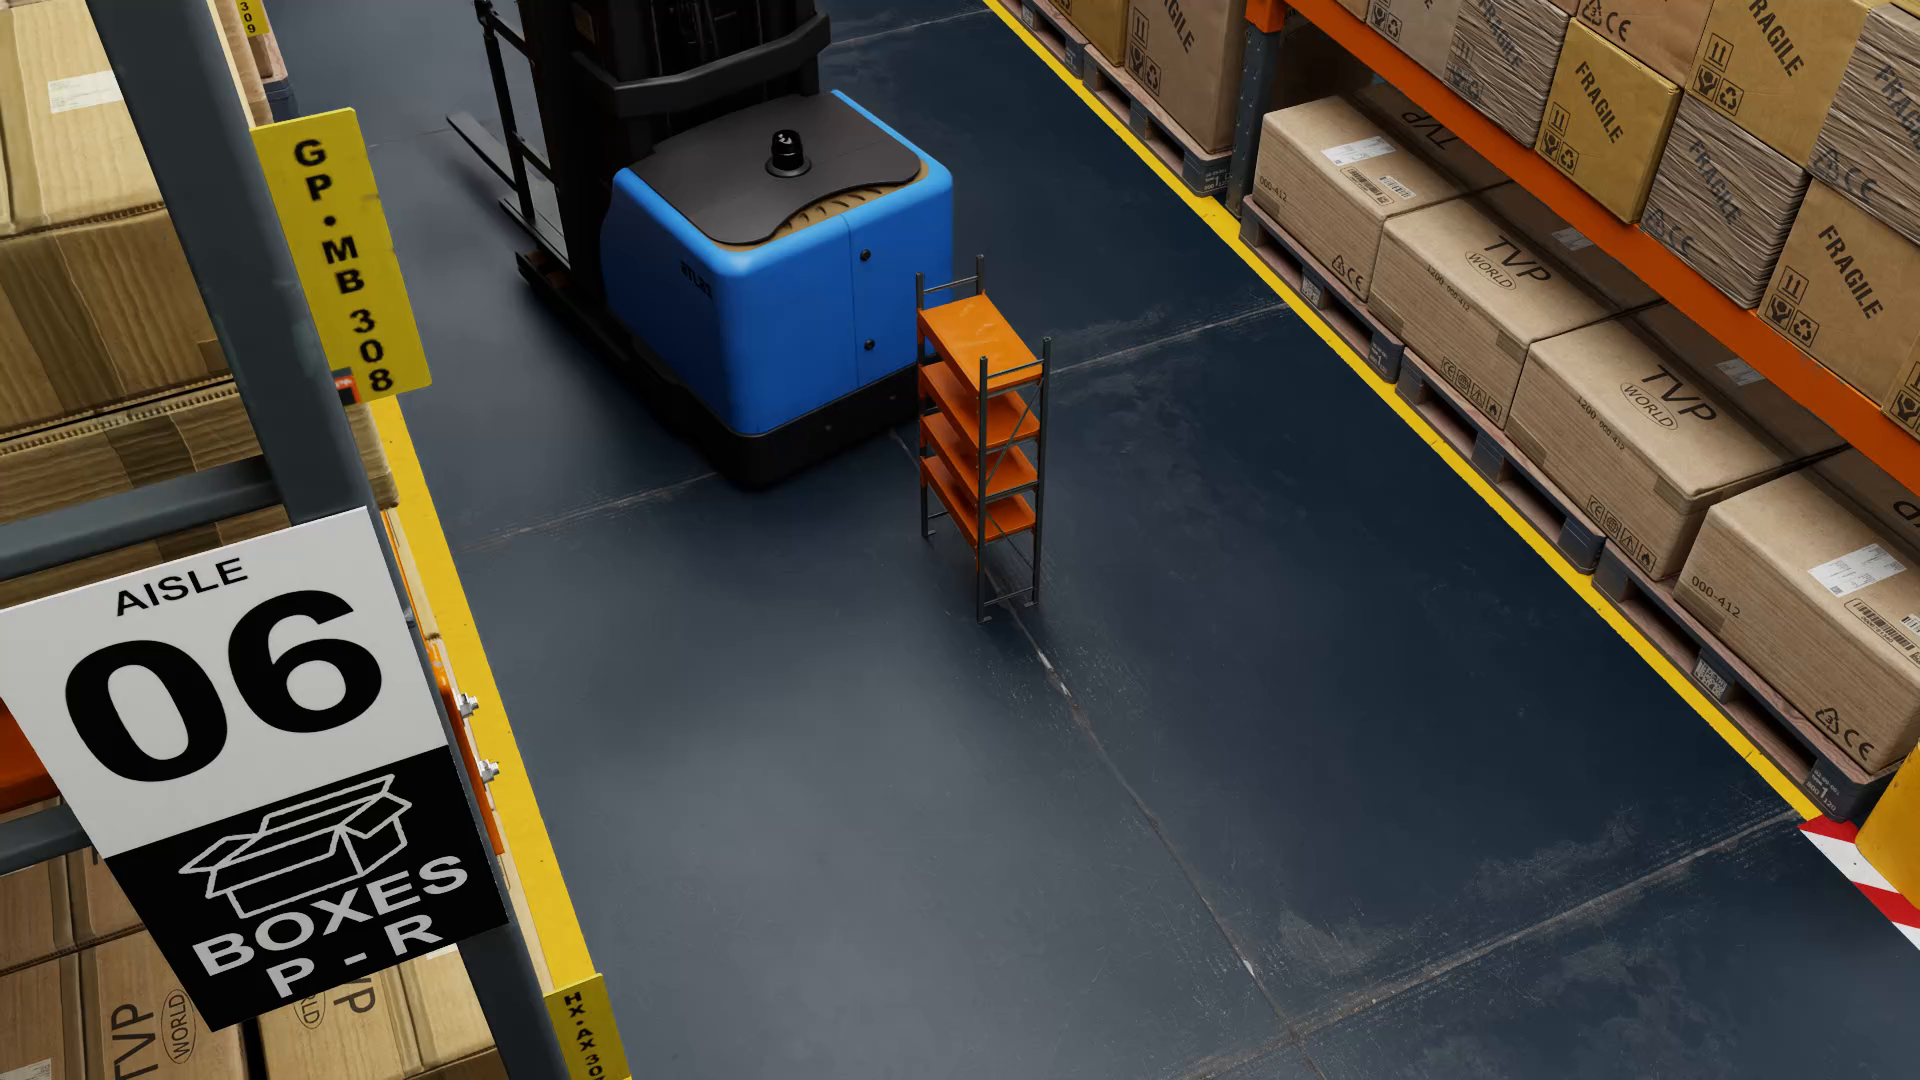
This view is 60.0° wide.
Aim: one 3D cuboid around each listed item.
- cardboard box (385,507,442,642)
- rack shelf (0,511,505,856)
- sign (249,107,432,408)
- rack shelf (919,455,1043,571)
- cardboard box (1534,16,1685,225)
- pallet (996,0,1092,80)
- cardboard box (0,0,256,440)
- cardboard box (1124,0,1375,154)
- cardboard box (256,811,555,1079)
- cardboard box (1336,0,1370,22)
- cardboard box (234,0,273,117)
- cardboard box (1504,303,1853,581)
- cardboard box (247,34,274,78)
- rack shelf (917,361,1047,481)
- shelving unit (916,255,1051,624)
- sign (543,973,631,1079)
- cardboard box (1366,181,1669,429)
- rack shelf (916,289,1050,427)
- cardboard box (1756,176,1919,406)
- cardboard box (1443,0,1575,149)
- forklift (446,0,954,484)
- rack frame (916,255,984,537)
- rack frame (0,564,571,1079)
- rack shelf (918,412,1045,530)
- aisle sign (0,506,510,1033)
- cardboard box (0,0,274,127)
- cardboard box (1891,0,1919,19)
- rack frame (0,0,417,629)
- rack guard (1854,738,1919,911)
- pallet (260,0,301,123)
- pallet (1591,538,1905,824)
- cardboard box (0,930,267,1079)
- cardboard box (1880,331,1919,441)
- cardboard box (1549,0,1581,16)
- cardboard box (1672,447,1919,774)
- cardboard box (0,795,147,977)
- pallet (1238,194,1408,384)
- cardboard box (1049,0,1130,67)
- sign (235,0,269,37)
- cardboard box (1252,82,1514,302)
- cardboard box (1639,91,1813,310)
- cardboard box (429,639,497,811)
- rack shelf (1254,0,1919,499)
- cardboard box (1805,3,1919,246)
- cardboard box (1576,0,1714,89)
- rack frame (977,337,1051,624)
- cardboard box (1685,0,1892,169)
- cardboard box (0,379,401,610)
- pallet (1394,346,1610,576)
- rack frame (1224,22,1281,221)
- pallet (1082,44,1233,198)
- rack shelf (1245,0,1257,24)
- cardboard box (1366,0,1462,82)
[{"bbox_3d":[-1.469,0.208,3.798,0.500,0.250,0.500,-19,48,-18],"label":"cardboard box"},{"bbox_3d":[-1.935,-0.814,3.315,1.077,0.370,4.000,-18,47,-17],"label":"rack shelf"},{"bbox_3d":[-0.602,-0.267,1.627,0.100,0.325,0.005,-18,47,-17],"label":"sign"},{"bbox_3d":[0.070,-0.132,5.908,0.258,0.148,0.480,-18,47,-17],"label":"rack shelf"},{"bbox_3d":[2.313,-1.435,5.497,0.500,0.500,0.500,-17,47,-16],"label":"cardboard box"},{"bbox_3d":[0.816,-3.000,9.140,1.003,0.211,1.213,-18,47,-17],"label":"pallet"},{"bbox_3d":[-1.053,-0.382,1.905,0.500,0.250,0.500,-19,48,-18],"label":"cardboard box"},{"bbox_3d":[1.392,-2.509,7.871,0.875,0.875,0.875,-17,47,-16],"label":"cardboard box"},{"bbox_3d":[-1.041,0.851,3.146,0.500,0.250,0.500,-18,47,-17],"label":"cardboard box"},{"bbox_3d":[1.685,-2.404,6.479,0.500,0.500,0.500,-17,47,-16],"label":"cardboard box"},{"bbox_3d":[-1.469,-0.859,2.744,0.500,0.250,0.500,-19,48,-19],"label":"cardboard box"},{"bbox_3d":[2.647,-0.405,6.050,0.875,0.438,0.875,-17,47,-16],"label":"cardboard box"},{"bbox_3d":[-2.777,-1.836,5.605,0.700,0.500,0.500,-17,47,-16],"label":"cardboard box"},{"bbox_3d":[0.070,-0.433,5.612,0.258,0.148,0.480,-18,47,-17],"label":"rack shelf"},{"bbox_3d":[0.070,-0.322,5.722,0.258,1.200,0.503,-18,47,-17],"label":"shelving unit"},{"bbox_3d":[-0.602,0.804,2.683,0.100,0.325,0.005,-18,47,-17],"label":"sign"},{"bbox_3d":[2.269,-0.980,6.633,0.875,0.438,0.875,-19,48,-19],"label":"cardboard box"},{"bbox_3d":[0.070,-0.601,5.446,0.258,0.148,0.480,-18,47,-17],"label":"rack shelf"},{"bbox_3d":[2.767,-0.785,4.838,0.500,0.500,0.500,-19,48,-18],"label":"cardboard box"},{"bbox_3d":[2.097,-1.763,5.830,0.500,0.500,0.500,-18,47,-17],"label":"cardboard box"},{"bbox_3d":[-1.300,-2.243,6.437,1.130,2.935,3.031,-28,51,-26],"label":"forklift"},{"bbox_3d":[-0.033,-0.477,5.879,0.240,1.200,0.015,-18,47,-17],"label":"rack frame"},{"bbox_3d":[-1.094,1.273,2.825,1.000,3.000,0.127,-18,47,-17],"label":"rack frame"},{"bbox_3d":[0.070,-0.274,5.769,0.258,0.148,0.480,-18,47,-17],"label":"rack shelf"},{"bbox_3d":[-0.799,0.304,1.955,0.394,0.787,0.004,-18,47,-17],"label":"aisle sign"},{"bbox_3d":[-1.250,-0.712,2.239,0.500,0.250,0.500,-18,47,-18],"label":"cardboard box"},{"bbox_3d":[2.693,-1.455,4.344,0.380,0.149,0.250,-17,47,-17],"label":"cardboard box"},{"bbox_3d":[-1.094,-0.863,0.717,1.000,3.000,0.127,-18,47,-17],"label":"rack frame"},{"bbox_3d":[3.418,0.709,5.175,1.175,0.500,0.348,-18,47,-17],"label":"rack guard"},{"bbox_3d":[-3.013,-1.750,6.024,1.003,0.211,1.213,-18,47,-17],"label":"pallet"},{"bbox_3d":[3.000,0.311,5.785,1.003,0.211,1.213,-18,47,-17],"label":"pallet"},{"bbox_3d":[-1.529,1.005,2.990,0.500,0.250,0.500,-17,47,-16],"label":"cardboard box"},{"bbox_3d":[2.965,-0.460,4.510,0.500,0.500,0.500,-18,47,-17],"label":"cardboard box"},{"bbox_3d":[2.118,-2.108,5.467,0.500,0.500,0.500,-17,47,-17],"label":"cardboard box"},{"bbox_3d":[3.039,0.176,5.461,0.875,0.438,0.875,-20,48,-19],"label":"cardboard box"},{"bbox_3d":[-1.744,0.676,3.324,0.500,0.250,0.500,-18,47,-17],"label":"cardboard box"},{"bbox_3d":[1.974,-1.244,7.361,1.003,0.211,1.213,-18,47,-17],"label":"pallet"},{"bbox_3d":[1.006,-3.083,8.452,0.875,0.875,0.875,-17,47,-16],"label":"cardboard box"},{"bbox_3d":[-2.287,-1.750,5.271,0.100,0.325,0.005,-18,47,-17],"label":"sign"},{"bbox_3d":[1.892,-1.550,7.211,0.875,0.438,0.875,-19,48,-18],"label":"cardboard box"},{"bbox_3d":[2.542,-1.110,5.168,0.500,0.500,0.500,-17,47,-16],"label":"cardboard box"},{"bbox_3d":[-1.253,0.530,3.472,0.500,0.250,0.500,-18,47,-17],"label":"cardboard box"},{"bbox_3d":[2.567,-1.214,5.857,1.077,0.370,4.000,-18,47,-17],"label":"rack shelf"},{"bbox_3d":[2.742,-1.148,4.495,0.500,0.500,0.500,-18,47,-17],"label":"cardboard box"},{"bbox_3d":[2.328,-1.786,5.141,0.500,0.500,0.500,-18,47,-18],"label":"cardboard box"},{"bbox_3d":[0.172,-0.166,5.564,0.240,1.200,0.015,-18,47,-17],"label":"rack frame"},{"bbox_3d":[2.537,-1.465,4.816,0.500,0.500,0.500,-18,47,-18],"label":"cardboard box"},{"bbox_3d":[-1.033,-0.211,2.088,0.500,0.250,0.500,-19,48,-18],"label":"cardboard box"},{"bbox_3d":[2.491,-0.466,6.572,1.003,0.211,1.213,-18,47,-17],"label":"pallet"},{"bbox_3d":[1.726,-2.745,6.896,1.000,3.000,0.127,-18,47,-17],"label":"rack frame"},{"bbox_3d":[1.333,-2.221,8.351,1.003,0.211,1.213,-18,47,-17],"label":"pallet"},{"bbox_3d":[0.885,-3.763,8.440,1.077,0.370,4.000,-18,47,-17],"label":"rack shelf"},{"bbox_3d":[1.893,-2.082,6.153,0.500,0.500,0.500,-18,47,-17],"label":"cardboard box"}]
